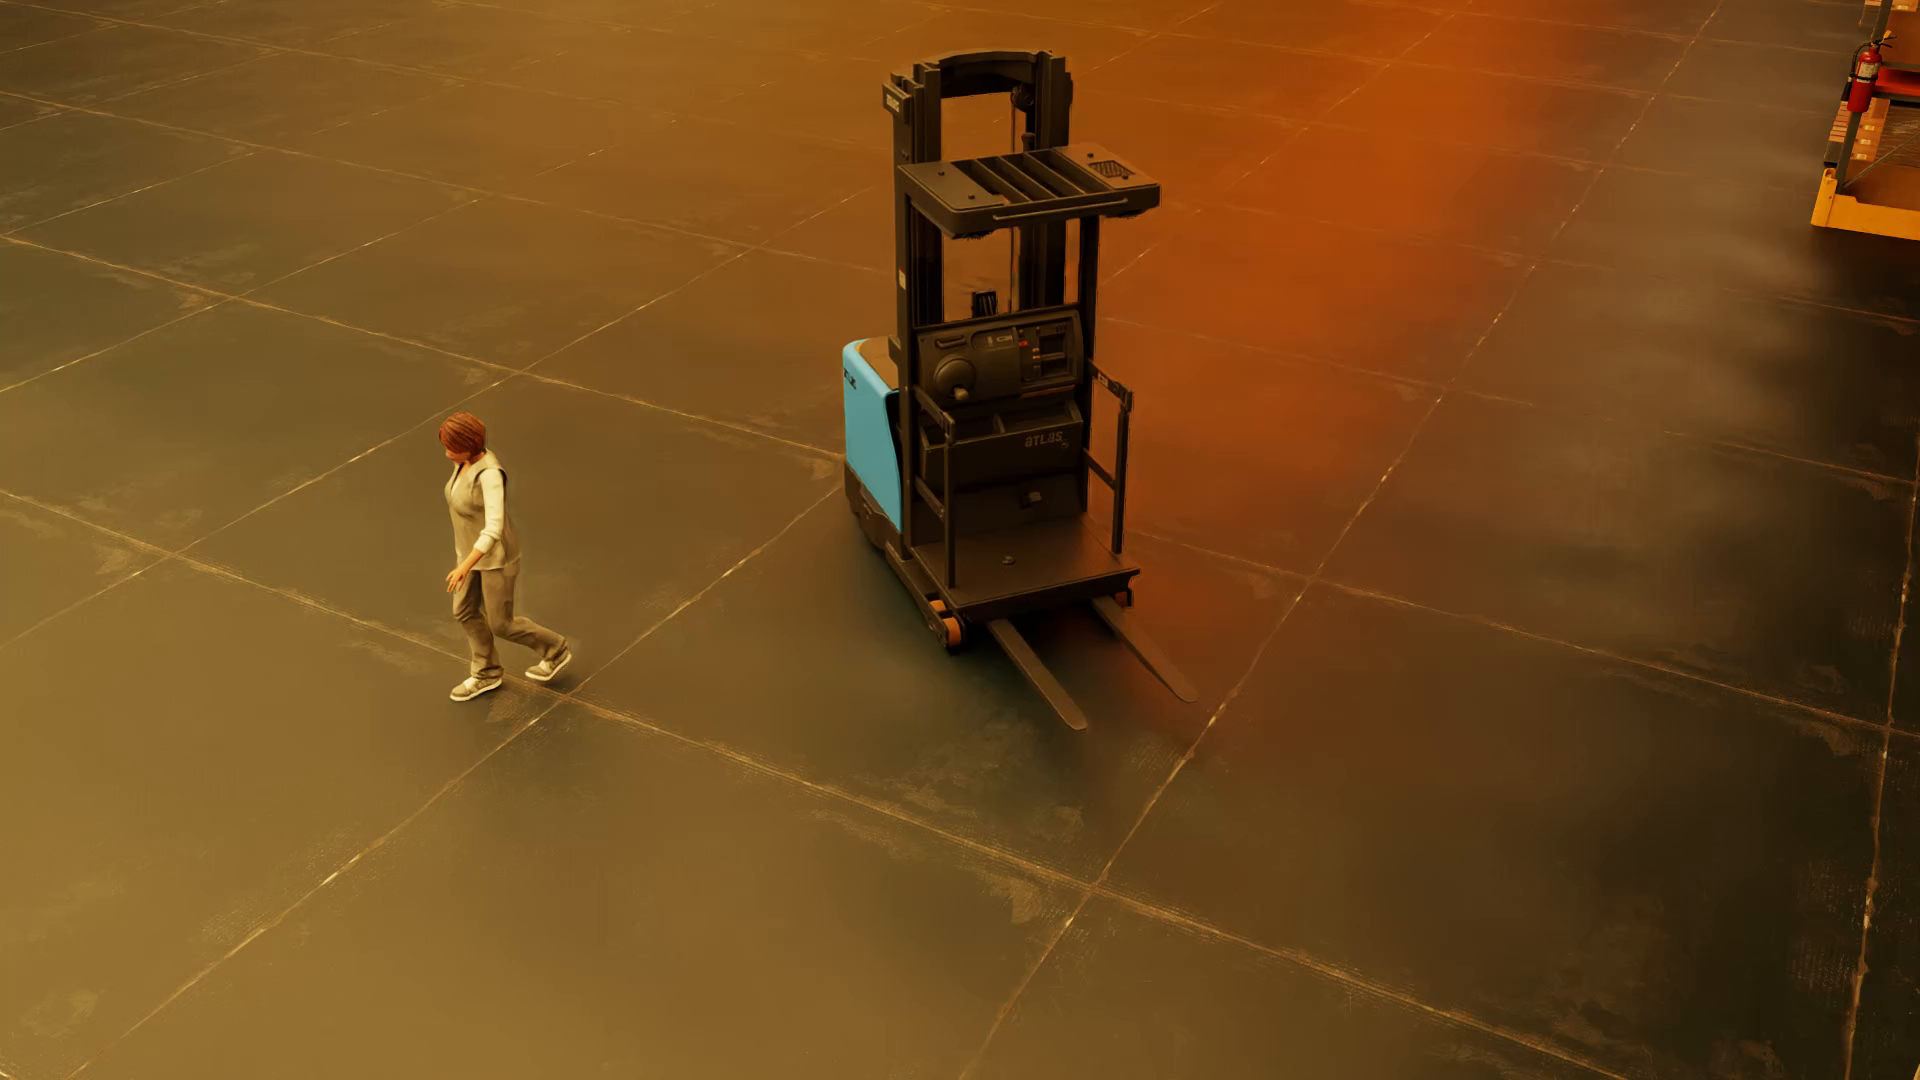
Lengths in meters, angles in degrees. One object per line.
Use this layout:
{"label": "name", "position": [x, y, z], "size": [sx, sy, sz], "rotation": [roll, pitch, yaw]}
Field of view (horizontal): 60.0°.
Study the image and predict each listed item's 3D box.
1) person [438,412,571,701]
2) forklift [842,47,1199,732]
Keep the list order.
{"label": "person", "position": [-2.366, 0.084, 8.294], "size": [0.658, 1.576, 0.757], "rotation": [-21, 36, -32]}
{"label": "forklift", "position": [0.304, -0.925, 8.674], "size": [1.130, 2.935, 3.031], "rotation": [-11, 32, -19]}
